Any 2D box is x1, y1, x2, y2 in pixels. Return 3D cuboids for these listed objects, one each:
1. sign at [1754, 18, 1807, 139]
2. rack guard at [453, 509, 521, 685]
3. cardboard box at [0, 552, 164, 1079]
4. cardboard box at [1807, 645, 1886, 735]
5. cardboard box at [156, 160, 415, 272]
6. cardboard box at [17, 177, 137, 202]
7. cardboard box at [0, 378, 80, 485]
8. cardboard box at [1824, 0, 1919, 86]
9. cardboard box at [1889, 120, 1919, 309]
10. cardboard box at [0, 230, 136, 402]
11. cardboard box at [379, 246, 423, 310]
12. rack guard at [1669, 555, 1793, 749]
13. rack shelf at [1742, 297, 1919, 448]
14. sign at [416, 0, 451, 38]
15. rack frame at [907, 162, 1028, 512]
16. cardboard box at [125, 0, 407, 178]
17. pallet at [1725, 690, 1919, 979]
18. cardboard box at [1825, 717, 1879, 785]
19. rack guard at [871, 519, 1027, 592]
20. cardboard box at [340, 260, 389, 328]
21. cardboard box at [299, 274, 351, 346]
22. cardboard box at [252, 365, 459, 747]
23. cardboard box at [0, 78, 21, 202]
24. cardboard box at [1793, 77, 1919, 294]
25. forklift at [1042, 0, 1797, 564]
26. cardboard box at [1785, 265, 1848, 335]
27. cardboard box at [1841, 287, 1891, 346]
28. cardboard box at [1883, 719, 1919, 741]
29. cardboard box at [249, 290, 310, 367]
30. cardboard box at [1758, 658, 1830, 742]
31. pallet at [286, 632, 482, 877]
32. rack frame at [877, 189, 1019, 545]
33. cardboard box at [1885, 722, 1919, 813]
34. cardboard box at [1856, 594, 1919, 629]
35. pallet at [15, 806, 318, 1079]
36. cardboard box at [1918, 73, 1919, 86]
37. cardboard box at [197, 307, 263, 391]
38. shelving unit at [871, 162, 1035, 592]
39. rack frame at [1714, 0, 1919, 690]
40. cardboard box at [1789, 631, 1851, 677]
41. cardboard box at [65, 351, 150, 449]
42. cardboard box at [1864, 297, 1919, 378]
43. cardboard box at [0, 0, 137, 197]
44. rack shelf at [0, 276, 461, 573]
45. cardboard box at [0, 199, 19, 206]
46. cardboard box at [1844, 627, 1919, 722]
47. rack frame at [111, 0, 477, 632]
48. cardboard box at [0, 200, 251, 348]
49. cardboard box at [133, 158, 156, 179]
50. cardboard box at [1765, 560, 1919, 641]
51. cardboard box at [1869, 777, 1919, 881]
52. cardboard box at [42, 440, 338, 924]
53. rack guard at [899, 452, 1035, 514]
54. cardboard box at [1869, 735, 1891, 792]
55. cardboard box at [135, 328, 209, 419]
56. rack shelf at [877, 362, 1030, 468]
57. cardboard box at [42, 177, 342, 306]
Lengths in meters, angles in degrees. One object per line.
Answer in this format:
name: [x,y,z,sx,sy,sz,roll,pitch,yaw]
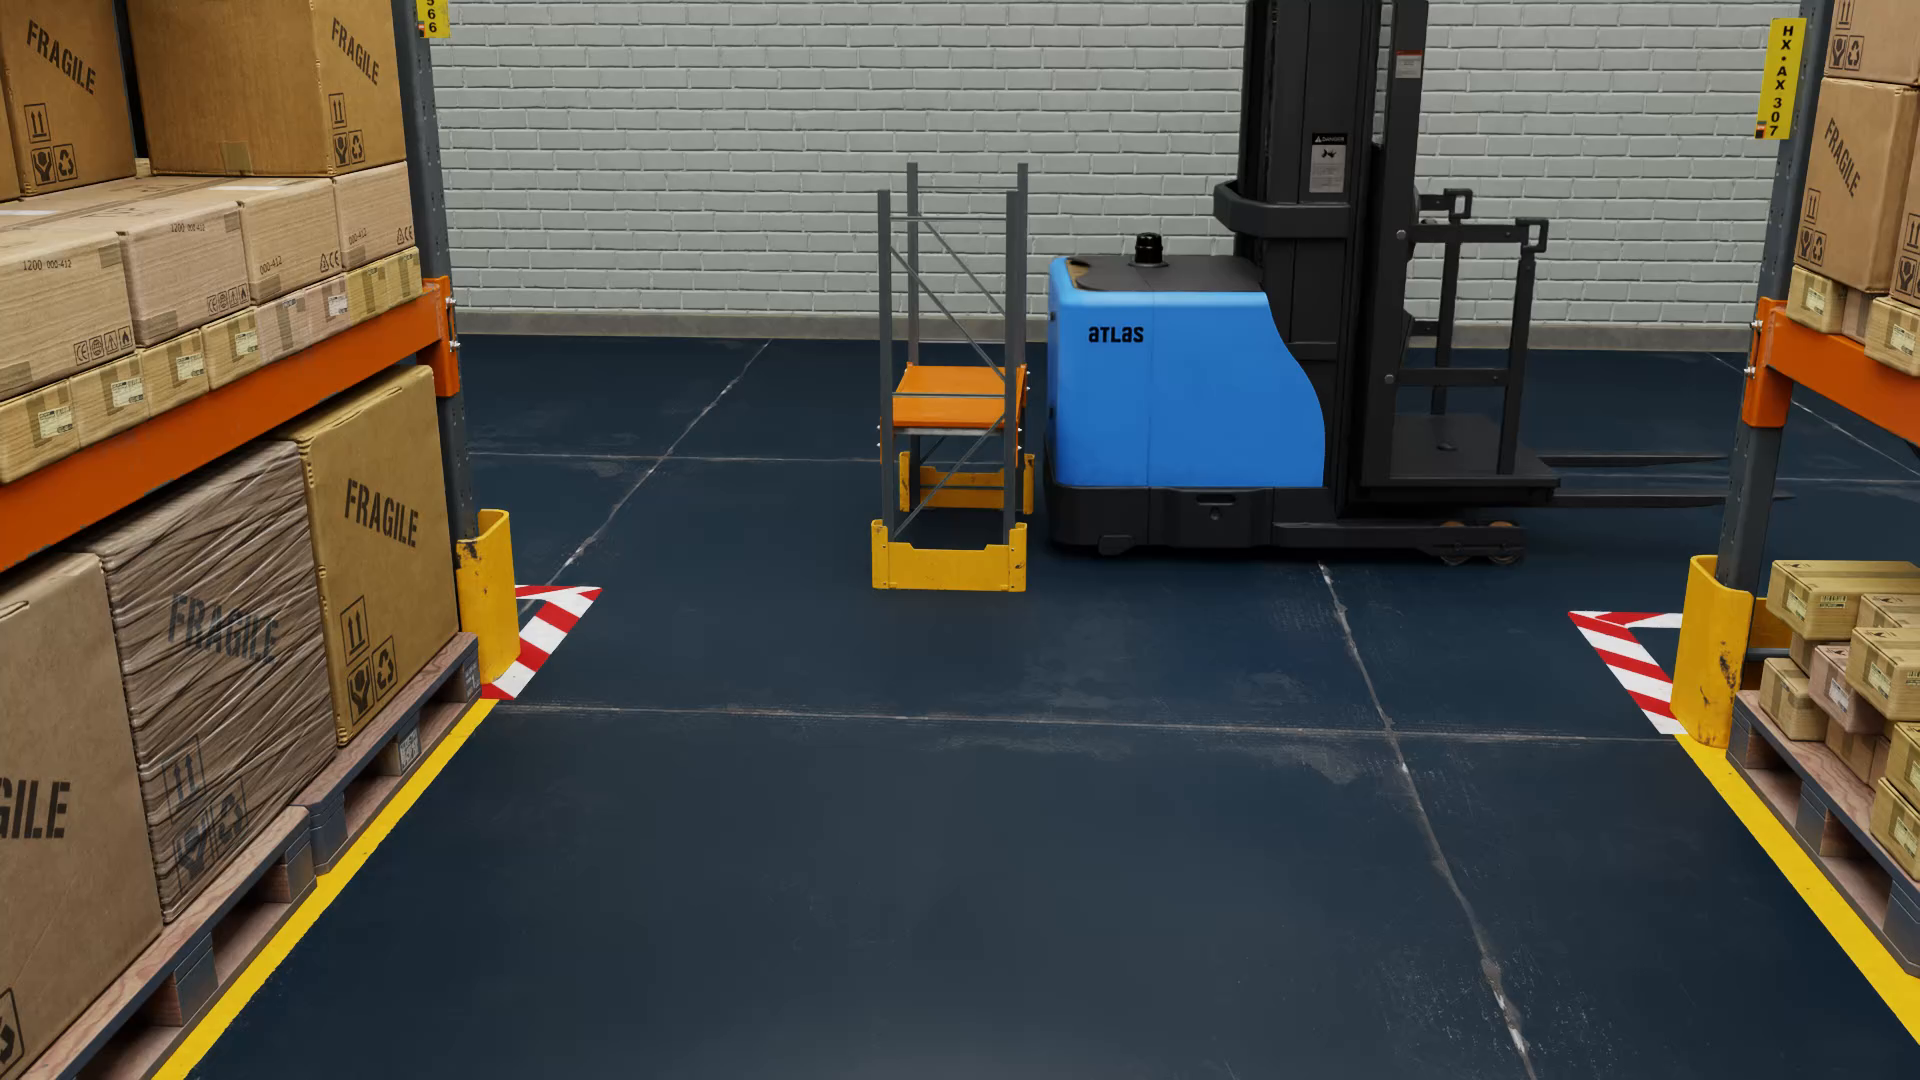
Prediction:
sign: [2.292,-1.286,4.639,0.100,0.325,0.005,1,18,4]
rack guard: [-2.105,0.176,5.583,1.175,0.500,0.348,1,18,4]
cardboard box: [-2.202,0.565,3.118,0.875,0.875,0.875,1,18,4]
cardboard box: [2.464,0.392,4.335,0.380,0.149,0.250,1,18,4]
cardboard box: [-1.877,-0.918,4.671,0.500,0.250,0.500,1,18,3]
cardboard box: [-2.441,-0.770,4.218,0.500,0.250,0.500,1,18,3]
cardboard box: [-1.930,-0.211,3.154,0.380,0.149,0.250,1,18,2]
cardboard box: [2.536,-1.393,4.112,0.500,0.500,0.500,1,18,4]
cardboard box: [2.513,-0.751,3.760,0.500,0.500,0.500,1,18,4]
cardboard box: [-1.983,-0.441,3.213,0.500,0.250,0.500,1,18,4]
cardboard box: [-1.804,-0.767,4.850,0.380,0.149,0.250,2,18,5]
rack guard: [2.828,0.349,5.054,1.175,0.500,0.348,1,18,4]
rack shelf: [2.690,0.101,2.954,1.077,0.370,4.000,1,18,4]
sign: [-1.566,-1.651,4.904,0.100,0.325,0.005,1,18,4]
rack frame: [0.030,-0.844,7.090,0.500,1.500,0.032,1,18,4]
cardboard box: [-1.879,-1.274,4.551,0.500,0.500,0.500,2,18,5]
pallet: [2.734,0.738,4.332,1.003,0.211,1.213,1,18,4]
cardboard box: [2.539,0.532,4.387,0.380,0.149,0.250,1,18,4]
rack guard: [-0.041,0.060,6.340,0.587,0.250,0.087,1,18,4]
cardboard box: [-1.821,-0.686,4.604,0.380,0.149,0.250,1,18,4]
cardboard box: [-1.840,-0.608,4.364,0.380,0.149,0.250,1,18,4]
cardboard box: [-2.073,0.006,4.824,0.875,0.875,0.875,1,18,4]
cardboard box: [-2.477,-0.971,3.629,0.500,0.500,0.500,1,18,2]
cardboard box: [2.526,-0.918,4.269,0.500,0.500,0.500,2,18,7]
forklift: [1.886,-1.464,6.684,3.031,2.935,1.130,0,18,0]
cardboard box: [2.483,-0.650,4.492,0.380,0.149,0.250,1,18,3]
cardboard box: [2.506,-0.570,4.248,0.380,0.149,0.250,2,18,6]
cardboard box: [2.534,0.470,4.097,0.380,0.149,0.250,2,18,5]
cardboard box: [-1.859,-0.530,4.128,0.380,0.149,0.250,2,18,5]
cardboard box: [2.476,0.449,4.641,0.380,0.149,0.250,2,18,5]
pallet: [-2.086,0.571,4.842,1.003,0.211,1.213,1,18,4]
rack frame: [-0.043,-0.528,6.127,0.500,1.500,0.032,1,18,4]
cardboard box: [2.408,0.548,3.861,0.380,0.149,0.250,2,18,6]
cardboard box: [2.557,0.254,4.280,0.380,0.149,0.250,2,18,5]
pallet: [-2.176,0.949,3.689,1.003,0.211,1.213,1,18,4]
cardboard box: [2.507,-1.236,3.633,0.500,0.500,0.500,2,18,6]
cardboard box: [-1.876,-0.450,3.882,0.380,0.149,0.250,1,18,3]
shelving unit: [-0.005,-0.689,6.617,0.587,1.500,1.083,1,18,4]
rack frame: [2.833,-0.862,4.737,1.000,3.000,0.127,1,18,4]
cardboard box: [2.540,0.309,4.590,0.380,0.149,0.250,2,18,6]
cardboard box: [-1.914,-0.292,3.401,0.380,0.149,0.250,2,18,5]
cardboard box: [2.434,-0.487,3.996,0.380,0.149,0.250,1,18,2]
cardboard box: [-2.446,-1.132,4.121,0.500,0.500,0.500,1,18,3]
rack shelf: [-2.250,-0.041,3.387,1.077,0.370,4.000,1,18,4]
cardboard box: [-2.481,-0.614,3.742,0.500,0.250,0.500,1,18,2]
cardboard box: [2.411,0.329,4.050,0.380,0.149,0.250,1,18,4]
rack frame: [-2.107,-1.004,5.171,1.000,3.000,0.127,1,18,4]
cardboard box: [-1.950,-0.602,3.707,0.500,0.250,0.500,1,18,2]
cardboard box: [-2.410,-0.931,4.711,0.500,0.250,0.500,1,18,2]
cardboard box: [2.457,0.165,4.550,0.380,0.149,0.250,0,18,1]
cardboard box: [2.401,0.686,3.917,0.380,0.149,0.250,2,18,5]
cardboard box: [-2.138,0.289,3.962,0.875,0.875,0.875,1,18,4]
rack guard: [0.030,-0.250,7.284,0.587,0.250,0.087,1,18,4]
cardboard box: [2.528,0.609,4.151,0.380,0.149,0.250,1,18,5]
cardboard box: [-1.894,-0.369,3.636,0.380,0.149,0.250,1,18,4]
rack shelf: [-0.006,-0.515,6.665,0.538,0.185,1.000,1,18,4]
cardboard box: [-1.914,-0.760,4.190,0.500,0.250,0.500,1,18,3]
